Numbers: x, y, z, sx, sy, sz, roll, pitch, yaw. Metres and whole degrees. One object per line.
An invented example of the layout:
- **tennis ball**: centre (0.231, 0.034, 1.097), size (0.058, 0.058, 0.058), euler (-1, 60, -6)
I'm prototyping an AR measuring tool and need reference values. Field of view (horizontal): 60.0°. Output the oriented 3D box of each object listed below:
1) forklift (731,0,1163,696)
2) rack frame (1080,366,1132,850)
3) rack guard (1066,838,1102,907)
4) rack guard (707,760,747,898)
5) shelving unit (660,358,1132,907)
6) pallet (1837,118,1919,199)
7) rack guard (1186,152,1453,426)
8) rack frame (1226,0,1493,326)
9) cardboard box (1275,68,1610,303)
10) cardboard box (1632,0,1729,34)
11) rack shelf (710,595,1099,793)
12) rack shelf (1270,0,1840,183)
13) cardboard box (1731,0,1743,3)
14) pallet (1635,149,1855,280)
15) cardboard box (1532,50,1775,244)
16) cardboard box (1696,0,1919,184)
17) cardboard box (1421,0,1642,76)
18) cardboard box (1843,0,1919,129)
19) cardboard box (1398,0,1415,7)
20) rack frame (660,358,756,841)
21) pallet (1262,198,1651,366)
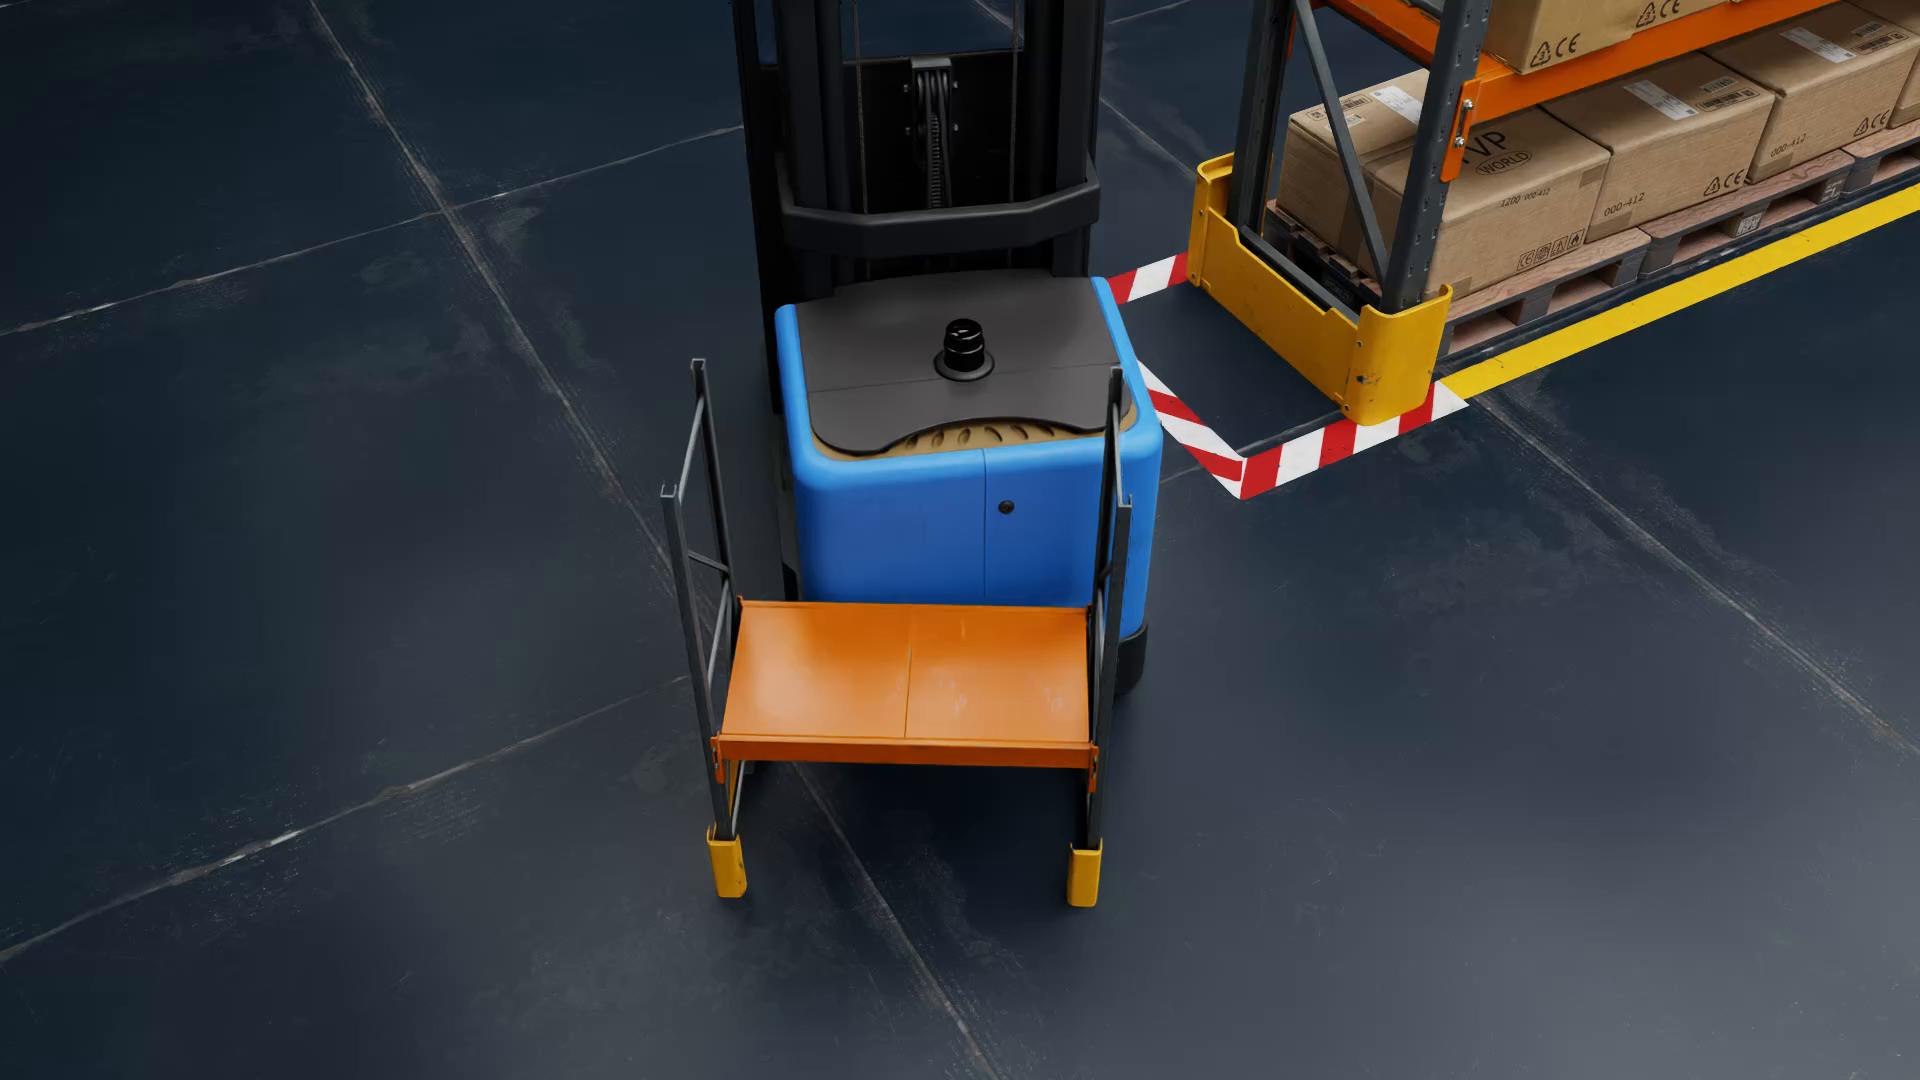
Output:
- **forklift**: centre (-0.156, -1.523, 5.215), size (1.130, 2.935, 3.031), euler (-6, 44, -6)
- **rack frame**: centre (0.372, 0.292, 4.373), size (0.032, 1.500, 0.500), euler (1, 44, 1)
- **rack guard**: centre (0.353, 0.740, 4.808), size (0.087, 0.250, 0.587), euler (1, 44, 1)
- **rack guard**: centre (-0.642, 0.718, 4.830), size (0.087, 0.250, 0.587), euler (1, 44, 1)
- **shelving unit**: centre (-0.145, 0.280, 4.384), size (1.083, 1.500, 0.587), euler (1, 44, 1)
- **pallet**: centre (4.140, -2.074, 7.736), size (1.213, 0.211, 1.003), euler (-22, 48, -21)
- **rack guard**: centre (1.349, -0.998, 6.420), size (0.348, 0.500, 1.175), euler (-22, 48, -21)
- **rack frame**: centre (1.370, -1.903, 5.558), size (0.127, 3.000, 1.000), euler (-22, 48, -21)
- **cardboard box**: centre (1.892, -1.424, 6.602), size (0.875, 0.438, 0.875), euler (-23, 49, -22)
- **cardboard box**: centre (2.354, -2.125, 5.714), size (0.500, 0.500, 0.500), euler (-22, 48, -21)
- **rack shelf**: centre (-0.136, 0.410, 4.509), size (1.000, 0.185, 0.538), euler (1, 44, 1)
- **rack shelf**: centre (3.104, -2.339, 6.523), size (4.000, 0.370, 1.077), euler (-22, 48, -21)
- **cardboard box**: centre (2.804, -2.290, 5.884), size (0.500, 0.500, 0.500), euler (-22, 48, -21)
- **pallet**: centre (3.081, -1.648, 7.297), size (1.213, 0.211, 1.003), euler (-22, 48, -21)
- **cardboard box**: centre (2.682, -1.747, 6.934), size (0.875, 0.438, 0.875), euler (-21, 48, -20)
- **cardboard box**: centre (3.464, -2.059, 7.255), size (0.875, 0.438, 0.875), euler (-23, 49, -22)
- **cardboard box**: centre (1.929, -1.933, 5.516), size (0.500, 0.500, 0.500), euler (-22, 48, -21)
- **cardboard box**: centre (4.240, -2.369, 7.576), size (0.875, 0.438, 0.875), euler (-22, 48, -21)
- **cardboard box**: centre (1.656, -2.267, 5.860), size (0.500, 0.500, 0.500), euler (-22, 48, -21)
- **rack frame**: centre (-0.644, 0.270, 4.395), size (0.032, 1.500, 0.500), euler (1, 44, 1)
- **pallet**: centre (2.024, -1.227, 6.863), size (1.213, 0.211, 1.003), euler (-22, 48, -21)
